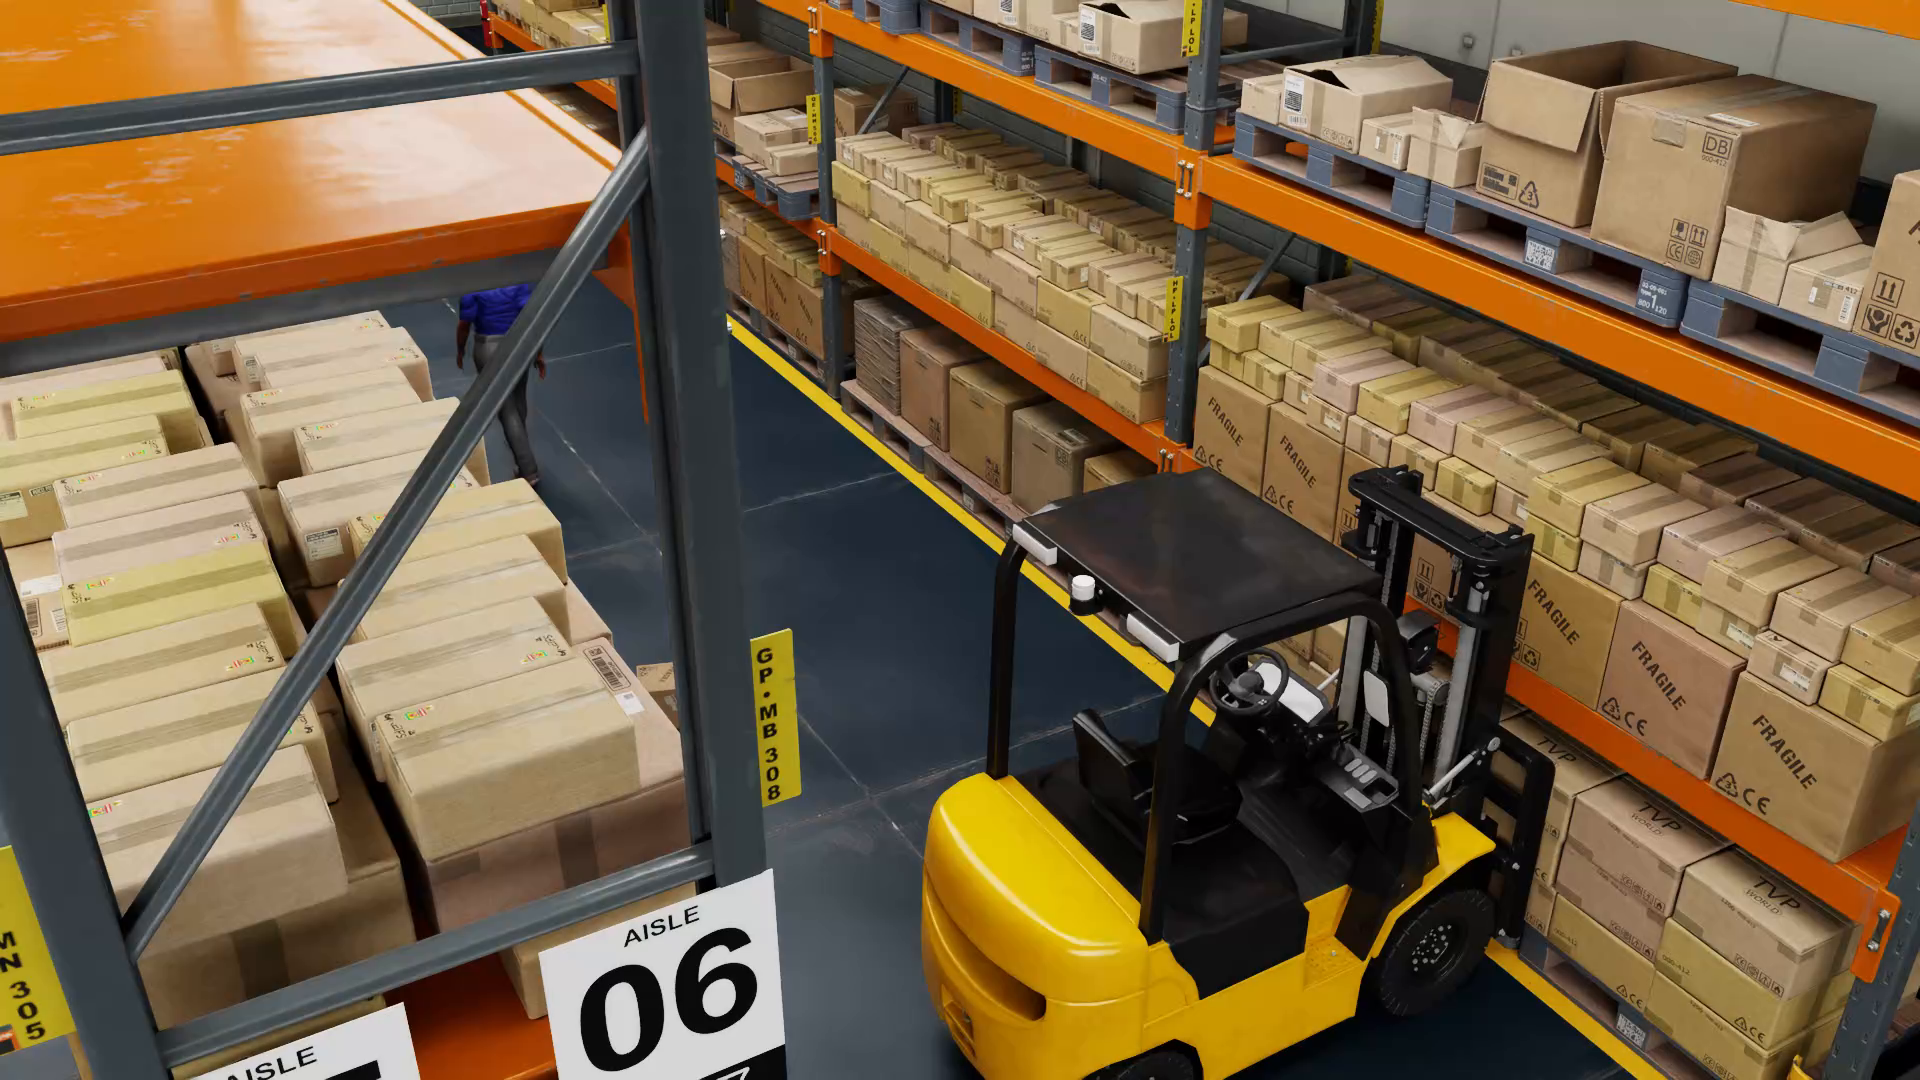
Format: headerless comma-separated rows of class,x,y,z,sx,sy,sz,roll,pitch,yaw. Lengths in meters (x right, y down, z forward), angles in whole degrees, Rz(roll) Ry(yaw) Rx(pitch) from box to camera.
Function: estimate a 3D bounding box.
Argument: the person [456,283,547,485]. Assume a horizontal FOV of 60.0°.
person,-2.988,-1.210,10.716,0.484,1.635,0.875,-19,35,-31
